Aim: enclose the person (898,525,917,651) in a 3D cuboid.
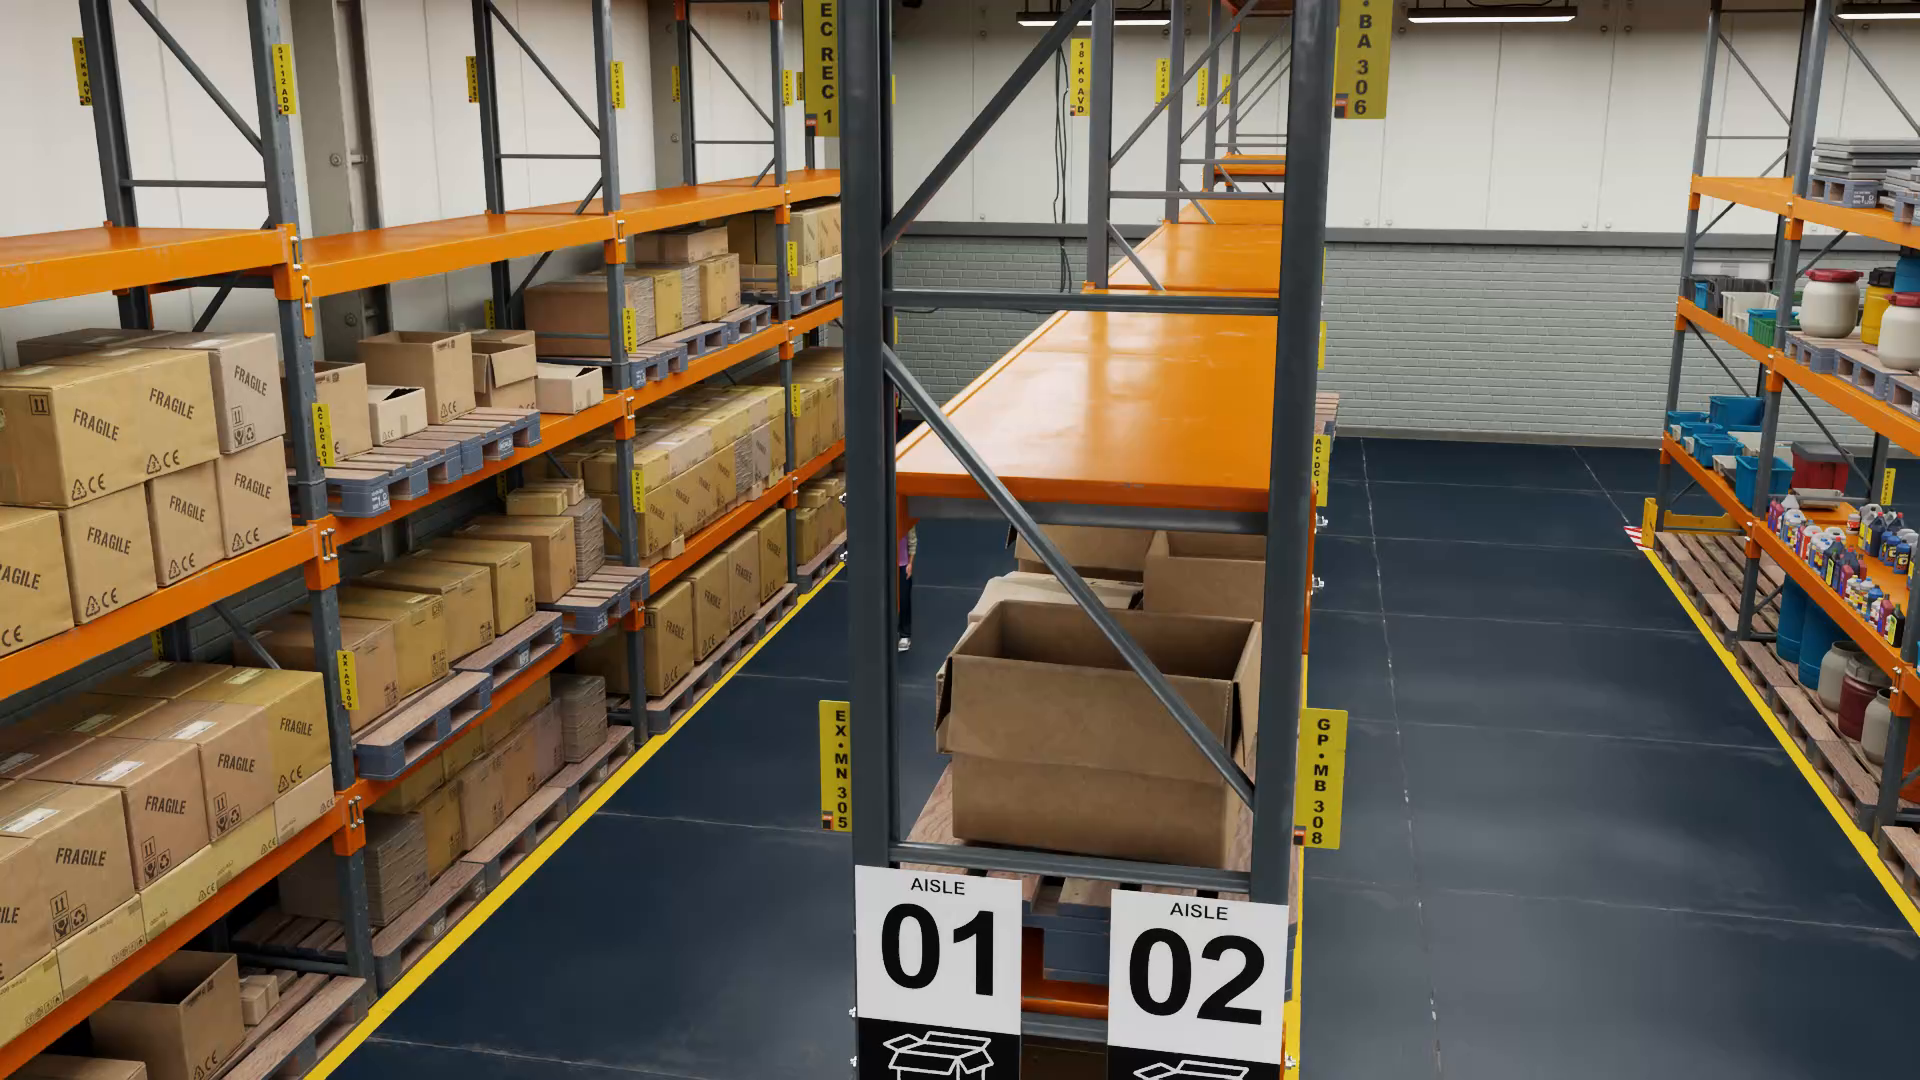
[{"bbox_3d":[-0.588,0.232,15.218,0.417,1.578,0.341,3,15,12],"label":"person"}]
